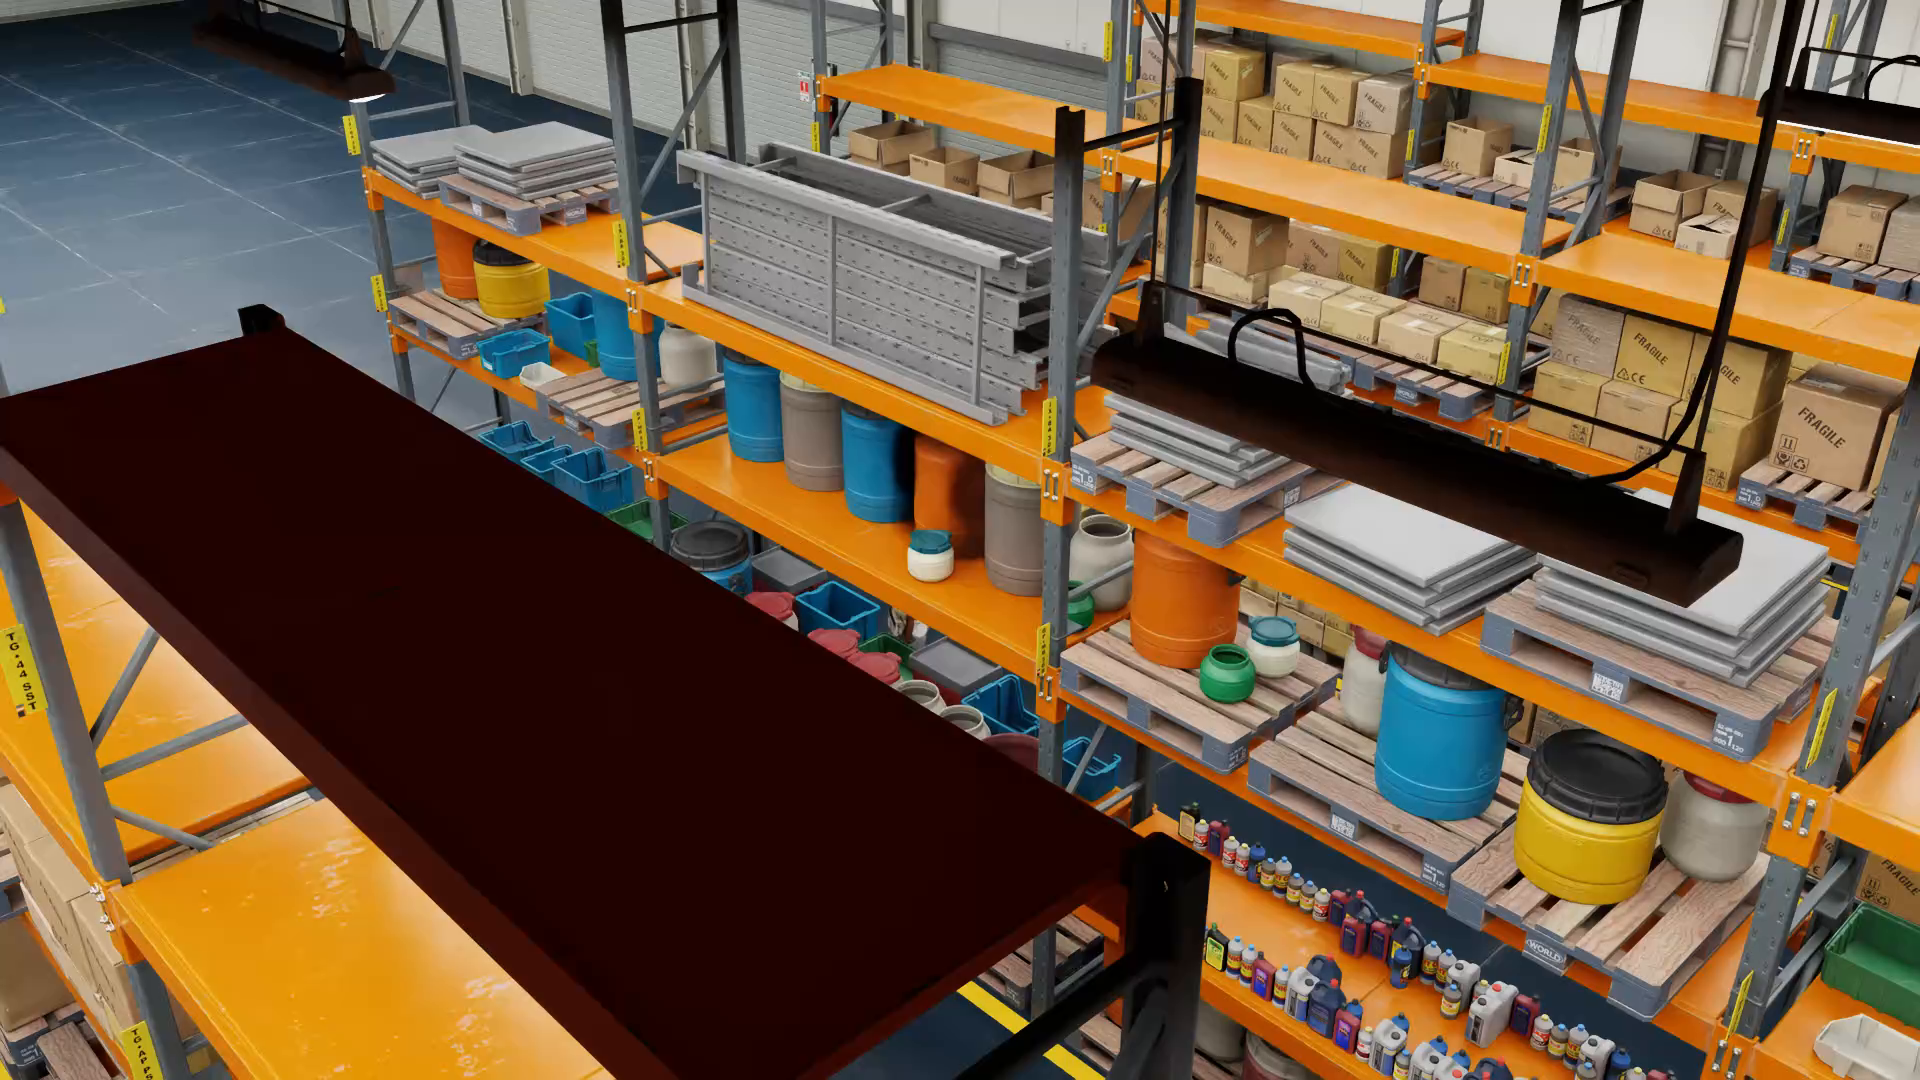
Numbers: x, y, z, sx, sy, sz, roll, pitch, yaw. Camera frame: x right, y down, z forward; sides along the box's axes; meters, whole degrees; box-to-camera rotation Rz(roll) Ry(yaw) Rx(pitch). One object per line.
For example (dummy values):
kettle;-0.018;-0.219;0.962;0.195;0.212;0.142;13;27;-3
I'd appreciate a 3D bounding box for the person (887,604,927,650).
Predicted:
person;-0.480;0.787;13.667;0.397;1.732;0.521;-7;29;-12
